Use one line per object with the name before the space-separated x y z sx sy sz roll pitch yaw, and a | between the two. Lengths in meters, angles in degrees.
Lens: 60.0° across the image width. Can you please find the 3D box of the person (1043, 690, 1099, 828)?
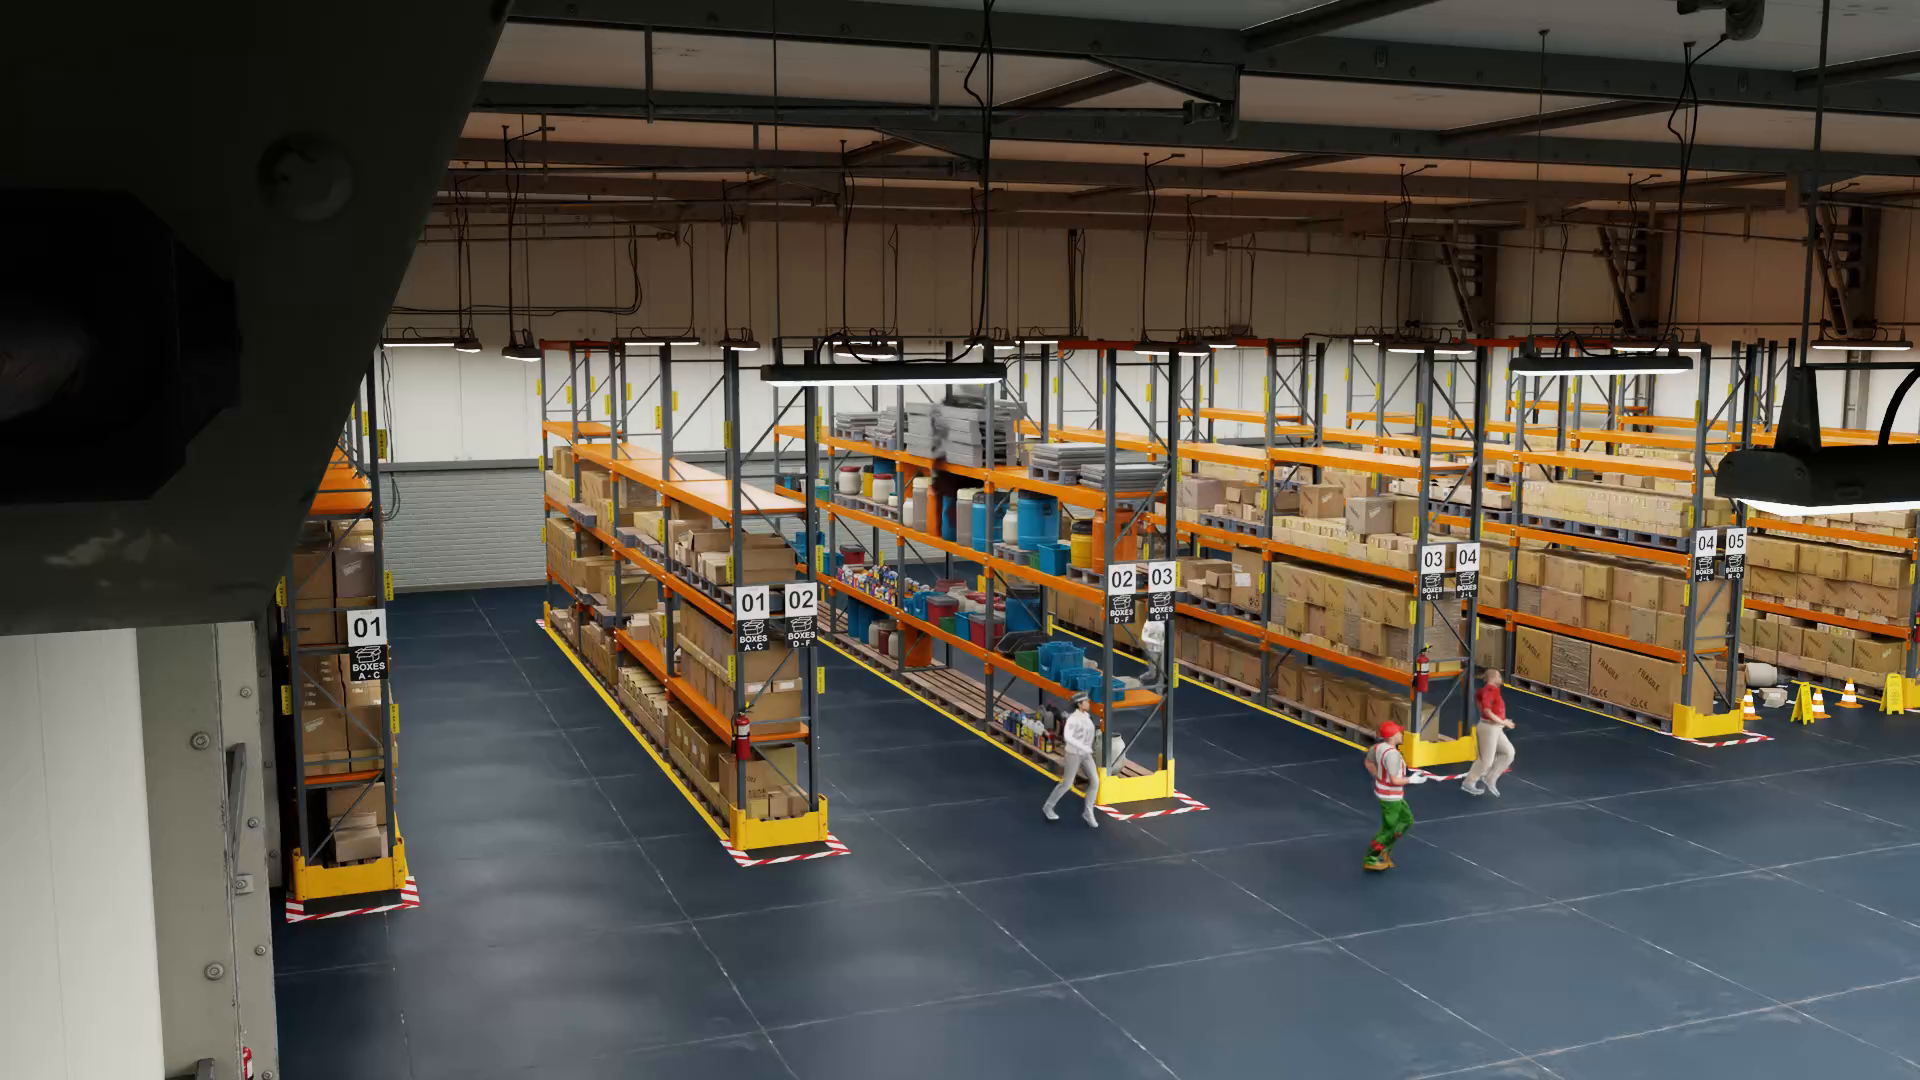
person | 1.510 2.764 21.206 0.759 1.709 0.679 6 9 37

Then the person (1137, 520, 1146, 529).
person | 4.229 0.356 39.244 0.656 1.849 0.713 -1 7 -6

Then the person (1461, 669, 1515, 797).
person | 7.159 2.594 22.426 0.638 1.724 0.708 3 8 25

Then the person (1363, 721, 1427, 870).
person | 5.018 2.961 19.217 0.677 1.770 0.620 1 7 5

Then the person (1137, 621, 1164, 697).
person | 3.286 1.866 27.995 0.620 1.669 0.738 -4 9 -29
